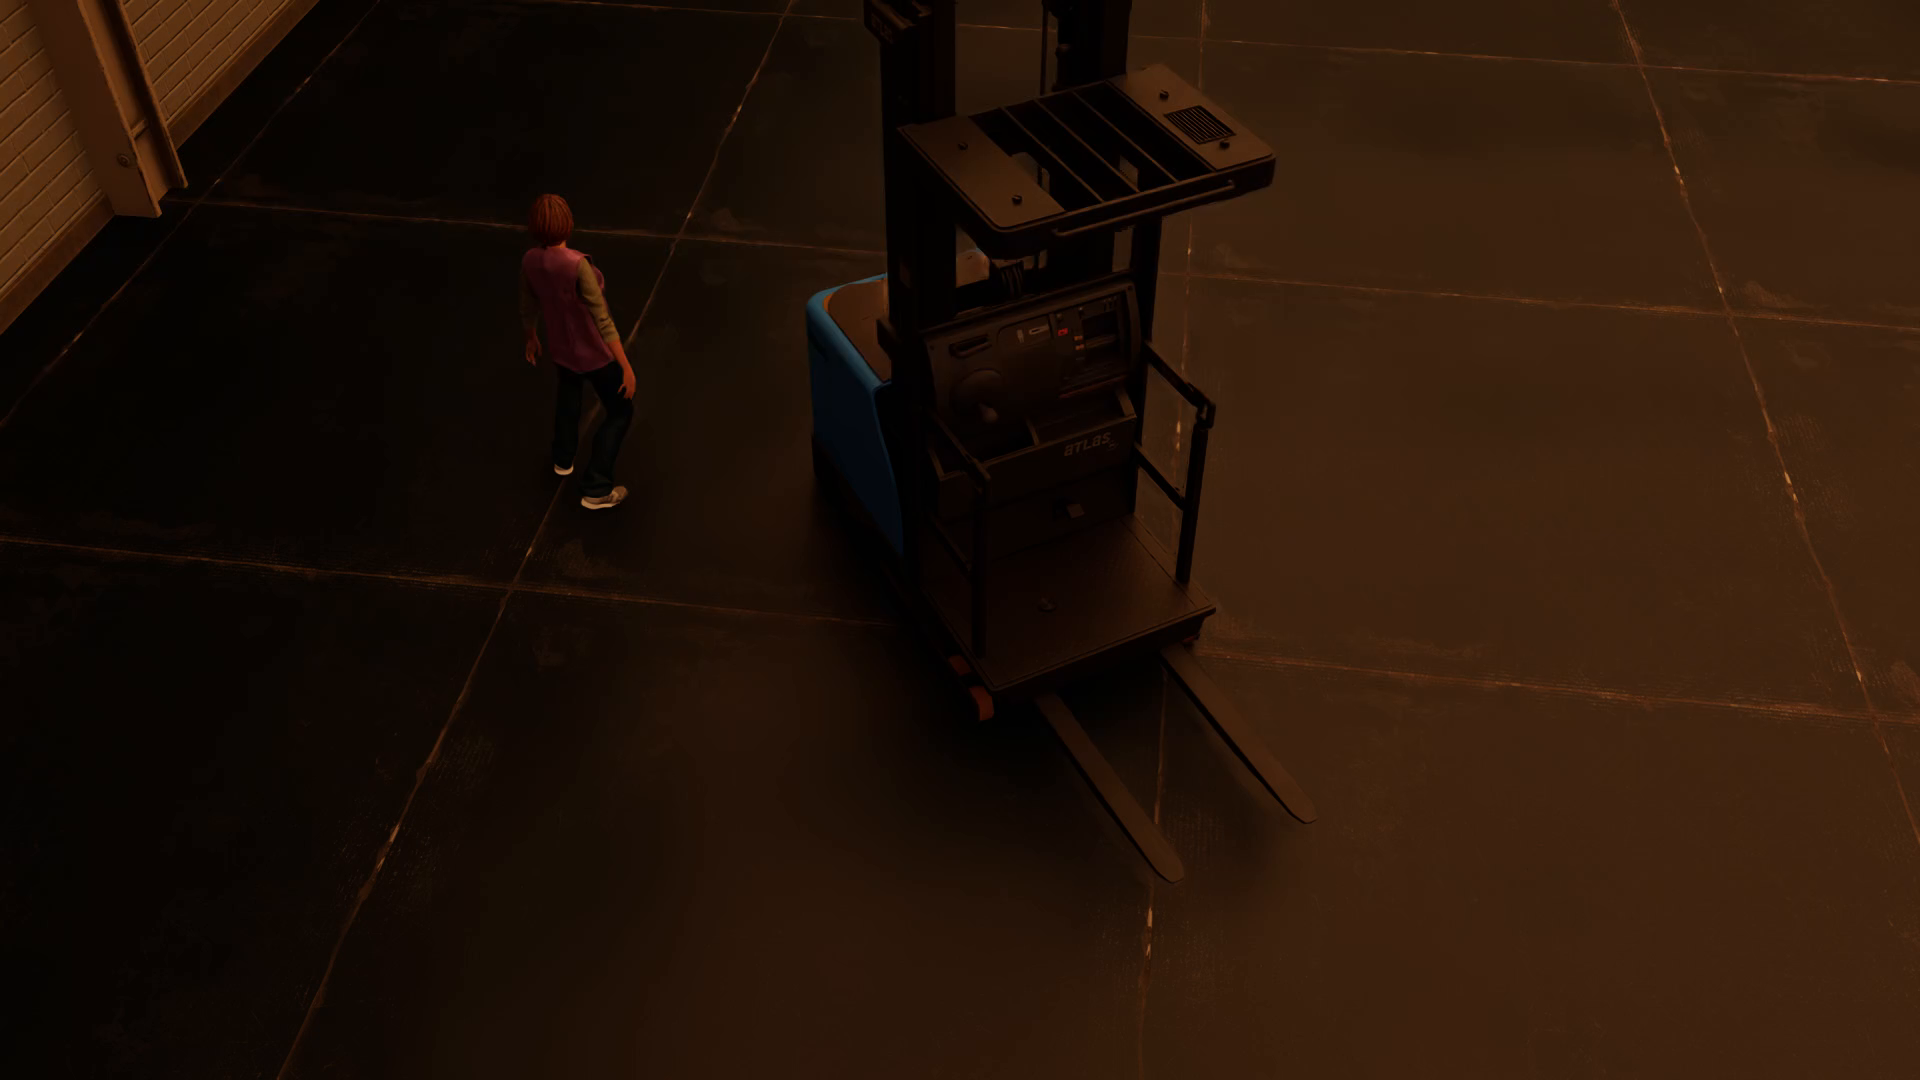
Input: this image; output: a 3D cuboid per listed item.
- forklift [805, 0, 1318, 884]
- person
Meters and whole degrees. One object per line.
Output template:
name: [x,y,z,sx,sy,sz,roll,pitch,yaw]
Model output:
forklift: [0.397,-0.655,6.438,1.130,2.935,3.031,-19,46,-19]
person: [-1.774,-0.825,7.695,0.733,1.534,0.438,24,48,24]
